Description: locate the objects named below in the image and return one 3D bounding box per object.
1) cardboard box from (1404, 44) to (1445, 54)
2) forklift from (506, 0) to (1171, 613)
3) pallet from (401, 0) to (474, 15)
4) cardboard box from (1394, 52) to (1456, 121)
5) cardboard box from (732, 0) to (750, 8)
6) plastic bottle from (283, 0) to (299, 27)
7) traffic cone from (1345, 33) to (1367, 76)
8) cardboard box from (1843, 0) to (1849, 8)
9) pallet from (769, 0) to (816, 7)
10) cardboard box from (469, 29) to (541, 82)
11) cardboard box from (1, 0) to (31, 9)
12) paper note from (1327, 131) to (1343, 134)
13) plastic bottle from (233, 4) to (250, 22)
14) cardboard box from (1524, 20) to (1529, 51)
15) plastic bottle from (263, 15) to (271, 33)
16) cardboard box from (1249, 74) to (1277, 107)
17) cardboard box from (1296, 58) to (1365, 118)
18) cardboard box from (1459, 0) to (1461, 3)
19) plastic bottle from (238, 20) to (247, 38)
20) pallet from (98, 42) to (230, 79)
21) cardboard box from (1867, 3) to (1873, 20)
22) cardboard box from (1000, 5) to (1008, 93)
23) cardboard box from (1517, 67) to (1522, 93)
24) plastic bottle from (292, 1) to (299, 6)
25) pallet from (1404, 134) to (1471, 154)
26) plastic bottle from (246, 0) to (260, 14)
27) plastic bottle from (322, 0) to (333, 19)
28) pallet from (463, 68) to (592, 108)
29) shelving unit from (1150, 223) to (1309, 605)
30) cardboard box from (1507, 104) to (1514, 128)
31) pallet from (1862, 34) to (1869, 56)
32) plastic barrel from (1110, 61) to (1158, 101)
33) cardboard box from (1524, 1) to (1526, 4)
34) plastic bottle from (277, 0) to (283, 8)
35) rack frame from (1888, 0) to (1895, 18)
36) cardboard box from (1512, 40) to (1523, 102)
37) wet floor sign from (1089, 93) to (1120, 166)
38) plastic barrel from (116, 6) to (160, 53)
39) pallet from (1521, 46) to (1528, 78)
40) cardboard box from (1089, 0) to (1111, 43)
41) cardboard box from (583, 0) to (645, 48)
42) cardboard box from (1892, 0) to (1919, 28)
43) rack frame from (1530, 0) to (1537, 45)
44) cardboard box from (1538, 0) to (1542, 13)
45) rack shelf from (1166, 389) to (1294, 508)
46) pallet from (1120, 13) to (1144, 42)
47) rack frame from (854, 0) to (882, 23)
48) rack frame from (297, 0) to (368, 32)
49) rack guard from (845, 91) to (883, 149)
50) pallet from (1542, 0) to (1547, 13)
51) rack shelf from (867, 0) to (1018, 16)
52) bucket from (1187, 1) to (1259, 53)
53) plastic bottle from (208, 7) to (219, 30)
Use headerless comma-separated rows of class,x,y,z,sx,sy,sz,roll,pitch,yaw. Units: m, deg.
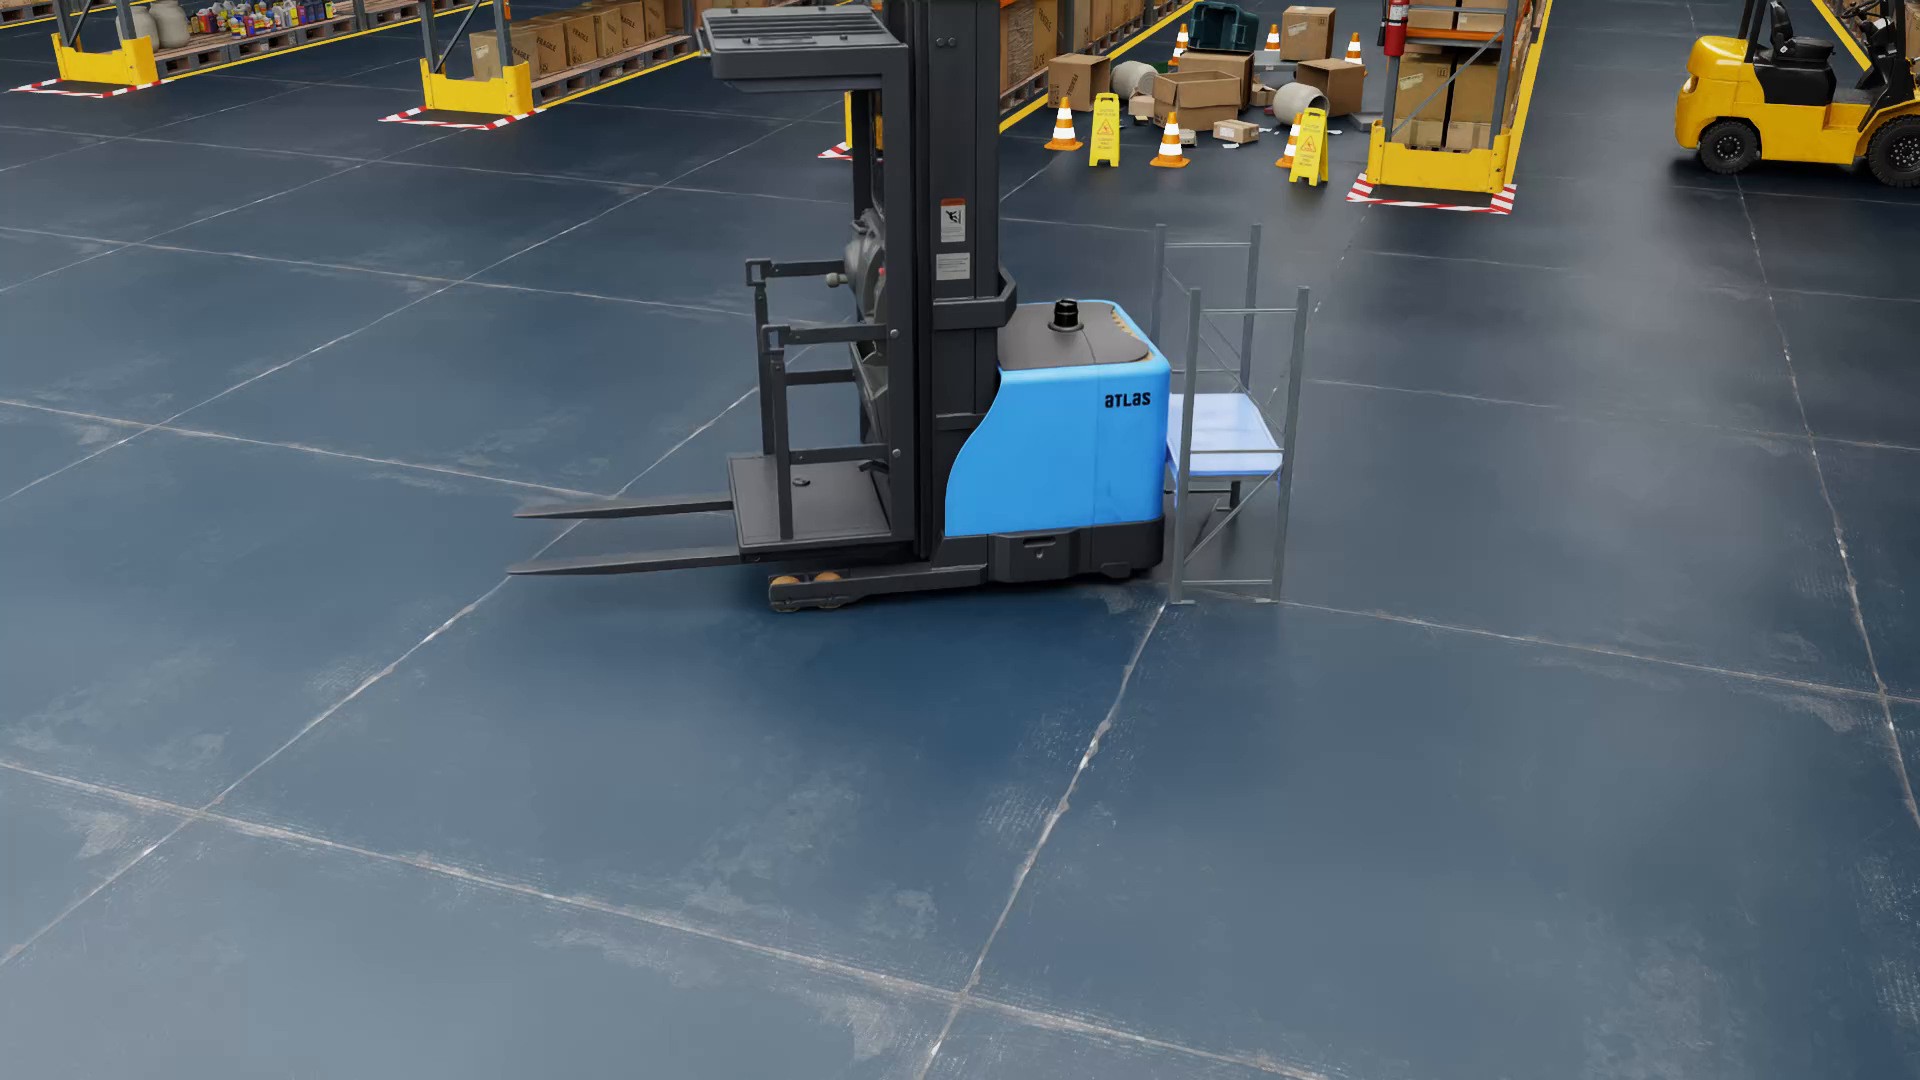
cardboard box,4.273,-4.593,15.363,0.380,0.149,0.250,10,27,19
forklift,-0.604,-1.236,7.439,3.031,2.935,1.130,-5,26,-9
pallet,-7.862,-7.860,24.242,1.003,0.211,1.213,9,27,17
cardboard box,4.214,-4.141,15.173,0.500,0.500,0.500,9,27,18
cardboard box,-3.234,-7.311,22.271,0.700,0.500,0.500,6,27,13
plastic bottle,-8.605,-6.772,21.329,0.144,0.351,0.185,9,27,17
traffic cone,4.617,-5.699,19.490,0.336,0.463,0.334,9,27,17
cardboard box,12.496,-7.596,22.882,0.500,0.500,0.500,10,28,20
pallet,-2.751,-7.633,23.774,1.003,0.211,1.213,9,27,17
cardboard box,-4.928,-5.240,18.017,0.500,0.500,0.500,14,29,27
cardboard box,-13.285,-7.529,23.031,0.500,0.250,0.500,9,27,17
paper note,3.759,-4.098,16.679,0.142,0.019,0.148,0,26,-1
plastic bottle,-9.207,-6.721,21.310,0.152,0.276,0.135,9,27,17
cardboard box,6.163,-5.933,19.595,0.950,0.372,0.625,10,27,19
plastic bottle,-8.745,-6.501,20.942,0.097,0.201,0.097,0,26,0
cardboard box,3.230,-4.874,18.013,0.258,0.266,0.396,-9,27,-18
cardboard box,3.885,-4.762,17.508,0.500,0.500,0.500,-14,29,-27
cardboard box,4.286,-5.132,14.951,0.500,0.500,0.500,9,27,18
plastic bottle,-8.890,-6.321,20.570,0.097,0.201,0.097,0,26,0
pallet,-9.566,-5.756,19.896,1.003,0.211,1.213,9,27,17
cardboard box,11.824,-6.743,21.120,0.500,0.500,0.500,10,28,20
cardboard box,-0.054,-5.044,17.182,0.875,0.875,0.875,8,27,17
cardboard box,5.582,-4.798,17.391,0.500,0.250,0.500,10,28,20
plastic bottle,-8.645,-6.882,21.642,0.152,0.276,0.135,9,27,17
pallet,4.523,-3.590,15.422,1.003,0.211,1.213,9,27,17
plastic bottle,-9.214,-6.941,21.678,0.144,0.351,0.185,8,27,15
plastic bottle,-8.340,-7.014,21.906,0.061,0.283,0.133,10,28,20
pallet,-4.822,-5.027,18.390,1.003,0.211,1.213,9,27,17
shelving unit,1.202,-0.608,7.785,0.538,1.500,1.048,-1,26,-2
cardboard box,4.900,-3.936,15.611,0.500,0.250,0.500,10,27,19
pallet,11.822,-6.100,20.607,1.003,0.211,1.213,9,27,17
plastic barrel,1.892,-4.957,18.002,0.421,0.421,0.512,-14,29,-27
cardboard box,5.206,-5.209,15.856,0.380,0.149,0.250,9,27,18
plastic bottle,-8.992,-7.040,21.960,0.061,0.283,0.133,9,27,17
rack frame,11.538,-7.054,19.377,1.000,3.000,0.127,9,27,17
cardboard box,5.075,-4.495,15.905,0.500,0.500,0.500,9,27,18
wet floor sign,1.350,-3.802,15.363,0.267,0.644,0.232,4,26,8
plastic barrel,-9.675,-5.991,19.554,0.421,0.512,0.421,0,26,0
pallet,6.187,-5.697,19.773,1.003,0.211,1.213,9,27,17
cardboard box,1.270,-6.645,20.633,1.050,0.750,0.750,9,27,17
cardboard box,-4.175,-6.235,20.071,0.500,0.500,0.500,19,32,34
cardboard box,11.317,-5.920,19.278,0.875,0.625,0.625,10,27,19
rack frame,6.856,-7.772,20.861,1.000,3.000,0.127,9,27,17
cardboard box,7.465,-7.643,22.549,0.875,0.875,0.875,9,27,18
rack shelf,1.202,-0.446,7.864,0.538,0.185,1.000,-1,26,-2
pallet,1.821,-6.881,22.219,1.003,0.211,1.213,9,27,17
rack frame,-0.508,-5.161,15.467,1.000,3.000,0.127,9,27,17
rack frame,-8.491,-8.284,21.917,1.000,3.000,0.127,9,27,17
rack guard,-0.516,-4.026,15.992,1.175,0.500,0.348,9,27,17
pallet,8.001,-7.833,24.186,1.003,0.211,1.213,9,27,17
rack shelf,0.158,-5.659,17.322,1.077,0.370,4.000,9,27,17
bucket,2.952,-5.625,18.439,0.726,0.611,0.620,20,22,35
plastic bottle,-9.469,-6.587,21.033,0.152,0.276,0.135,8,27,16
